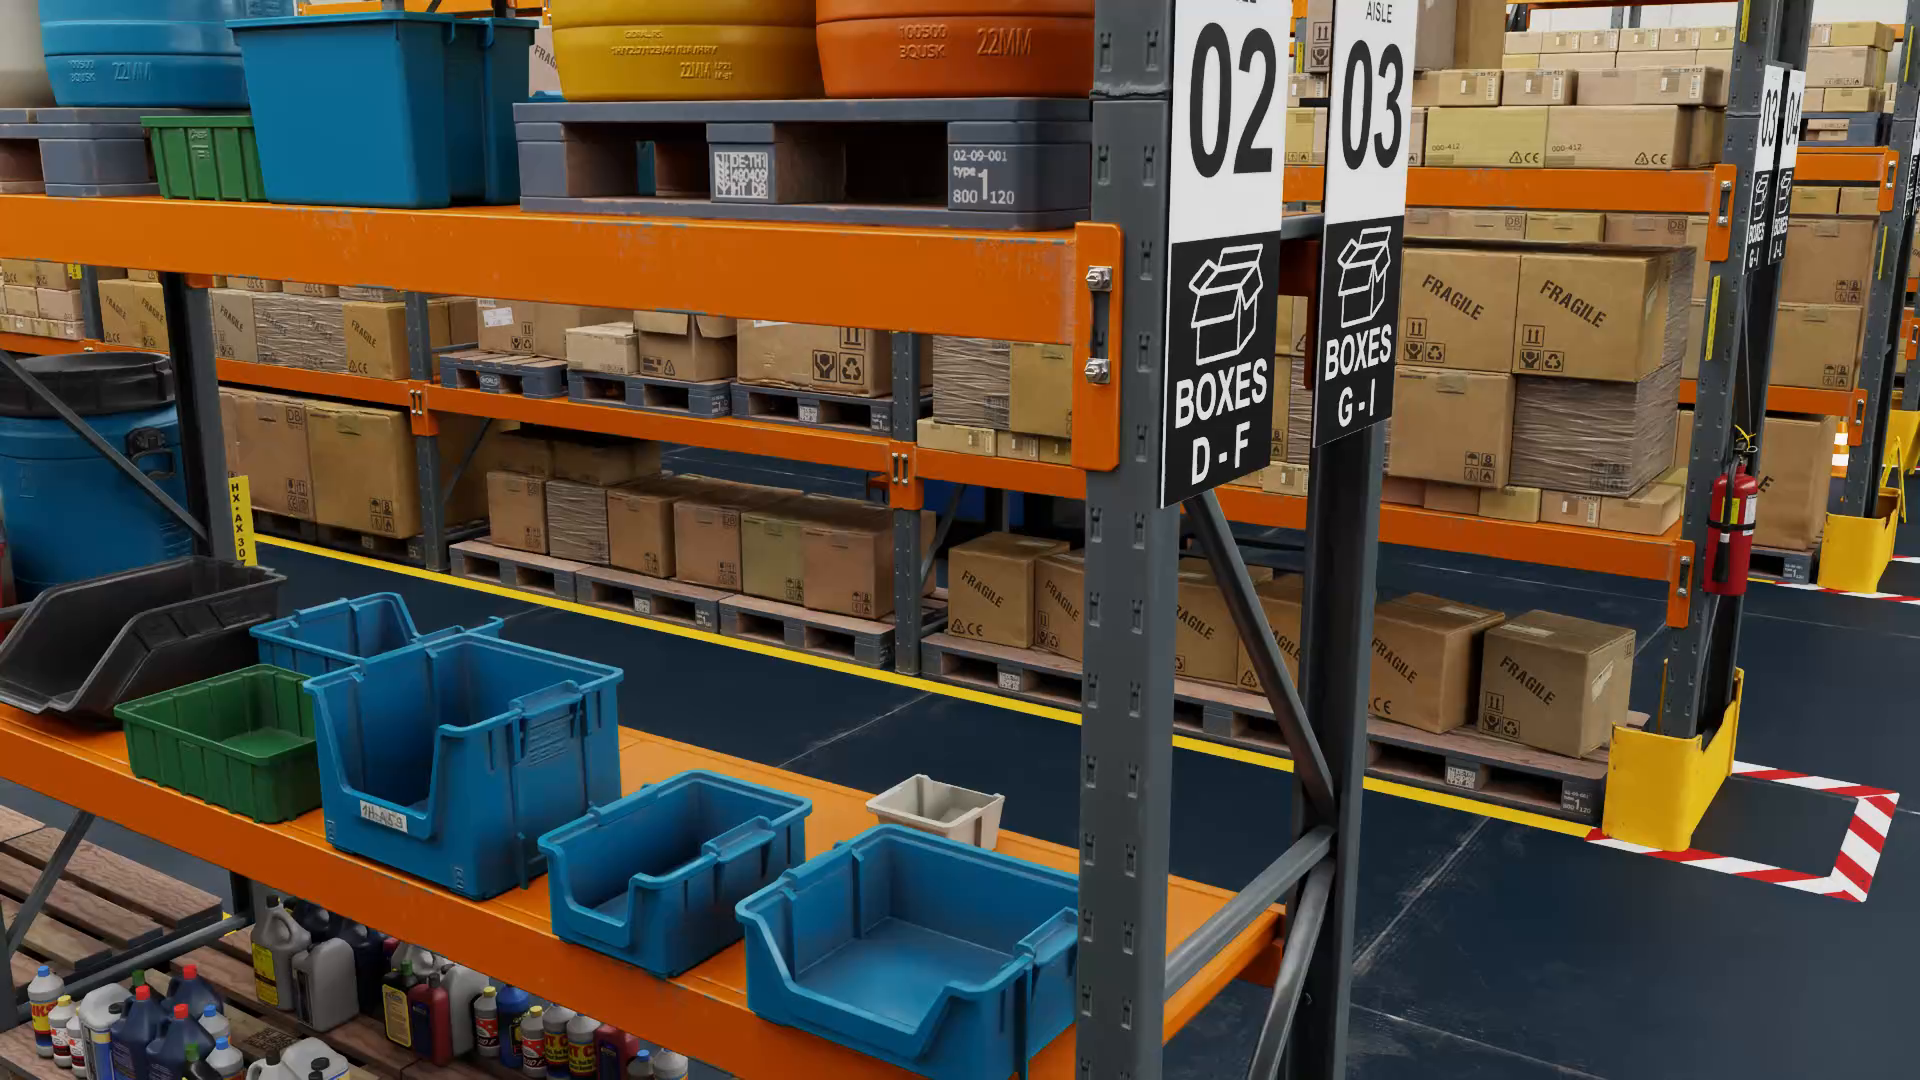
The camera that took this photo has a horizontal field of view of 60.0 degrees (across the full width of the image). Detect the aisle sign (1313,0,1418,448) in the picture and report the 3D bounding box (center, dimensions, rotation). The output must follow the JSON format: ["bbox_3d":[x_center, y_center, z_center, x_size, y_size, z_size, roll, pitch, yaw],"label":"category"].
[{"bbox_3d":[0.743,-0.587,3.041,0.004,0.787,0.394,9,17,33],"label":"aisle sign"}]

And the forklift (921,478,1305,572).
[{"bbox_3d":[1.081,-1.264,11.330,3.031,2.935,1.130,8,16,30],"label":"forklift"}]

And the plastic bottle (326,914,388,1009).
[{"bbox_3d":[-1.945,1.314,5.368,0.185,0.351,0.144,8,16,30],"label":"plastic bottle"}]

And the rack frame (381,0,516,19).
[{"bbox_3d":[-3.354,-4.249,10.759,0.127,3.000,1.000,9,17,33],"label":"rack frame"}]

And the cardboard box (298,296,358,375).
[{"bbox_3d":[-4.312,-1.470,11.810,0.500,0.500,0.500,9,17,32],"label":"cardboard box"}]

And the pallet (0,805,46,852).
[{"bbox_3d":[-4.489,1.280,6.713,1.213,0.211,1.003,9,17,33],"label":"pallet"}]

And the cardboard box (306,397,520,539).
[{"bbox_3d":[-3.915,-0.606,12.075,0.875,0.875,1.225,8,16,30],"label":"cardboard box"}]

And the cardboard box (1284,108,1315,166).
[{"bbox_3d":[1.486,-1.864,7.681,0.500,0.250,0.500,9,16,32],"label":"cardboard box"}]

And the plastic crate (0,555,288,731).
[{"bbox_3d":[-2.436,0.313,4.945,0.504,0.338,0.767,9,17,33],"label":"plastic crate"}]

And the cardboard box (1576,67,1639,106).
[{"bbox_3d":[2.729,-1.874,6.890,0.250,0.149,0.380,9,16,31],"label":"cardboard box"}]

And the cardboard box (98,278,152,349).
[{"bbox_3d":[-6.431,-1.810,13.184,0.500,0.500,0.500,9,17,33],"label":"cardboard box"}]

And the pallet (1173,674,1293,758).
[{"bbox_3d":[1.559,0.800,8.652,1.213,0.211,1.003,9,17,33],"label":"pallet"}]

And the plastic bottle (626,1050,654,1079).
[{"bbox_3d":[-0.896,1.550,4.729,0.097,0.201,0.097,0,14,0],"label":"plastic bottle"}]

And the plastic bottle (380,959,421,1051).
[{"bbox_3d":[-1.712,1.414,5.105,0.133,0.283,0.061,9,17,33],"label":"plastic bottle"}]

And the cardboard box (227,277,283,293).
[{"bbox_3d":[-5.051,-2.150,12.470,0.637,0.503,0.797,10,17,35],"label":"cardboard box"}]

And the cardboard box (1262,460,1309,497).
[{"bbox_3d":[1.629,-0.319,7.892,0.250,0.149,0.380,9,17,33],"label":"cardboard box"}]

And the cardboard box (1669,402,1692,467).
[{"bbox_3d":[4.805,-0.607,12.080,0.875,0.875,0.875,9,16,32],"label":"cardboard box"}]

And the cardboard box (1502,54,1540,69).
[{"bbox_3d":[3.905,-3.299,11.777,0.500,0.250,0.500,9,16,32],"label":"cardboard box"}]

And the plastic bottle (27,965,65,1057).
[{"bbox_3d":[-2.779,1.428,5.073,0.097,0.271,0.097,0,14,0],"label":"plastic bottle"}]

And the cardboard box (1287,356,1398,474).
[{"bbox_3d":[1.971,-0.655,7.898,0.500,0.500,0.875,9,17,33],"label":"cardboard box"}]

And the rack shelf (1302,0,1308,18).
[{"bbox_3d":[4.477,-3.876,11.583,4.000,0.370,1.077,9,17,33],"label":"rack shelf"}]

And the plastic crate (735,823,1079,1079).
[{"bbox_3d":[-0.062,0.789,3.204,0.616,0.251,0.499,9,17,33],"label":"plastic crate"}]

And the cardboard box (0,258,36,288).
[{"bbox_3d":[-7.617,-2.385,13.847,0.500,0.500,0.500,9,17,33],"label":"cardboard box"}]

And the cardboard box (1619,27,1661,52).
[{"bbox_3d":[4.613,-3.361,11.196,0.250,0.149,0.380,9,16,32],"label":"cardboard box"}]

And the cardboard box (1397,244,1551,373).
[{"bbox_3d":[2.272,-1.032,7.343,0.500,0.500,0.500,9,17,33],"label":"cardboard box"}]

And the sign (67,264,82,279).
[{"bbox_3d":[-6.981,-2.221,13.085,0.005,0.325,0.100,9,17,33],"label":"sign"}]

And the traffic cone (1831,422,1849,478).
[{"bbox_3d":[7.738,-0.809,14.627,0.334,0.463,0.336,9,17,33],"label":"traffic cone"}]

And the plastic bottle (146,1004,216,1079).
[{"bbox_3d":[-2.204,1.476,4.715,0.185,0.351,0.144,8,16,30],"label":"plastic bottle"}]

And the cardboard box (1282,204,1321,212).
[{"bbox_3d":[3.713,-3.396,18.097,0.500,0.500,0.500,8,16,31],"label":"cardboard box"}]

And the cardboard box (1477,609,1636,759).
[{"bbox_3d":[2.776,0.659,7.748,0.500,0.500,0.500,13,19,43],"label":"cardboard box"}]

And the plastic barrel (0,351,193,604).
[{"bbox_3d":[-2.951,-0.168,5.717,0.708,0.901,0.600,9,17,33],"label":"plastic barrel"}]

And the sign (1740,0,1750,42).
[{"bbox_3d":[2.958,-2.042,6.243,0.005,0.325,0.100,9,17,33],"label":"sign"}]

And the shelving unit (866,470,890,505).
[{"bbox_3d":[-0.432,-0.646,12.438,0.503,1.200,0.258,8,16,30],"label":"shelving unit"}]

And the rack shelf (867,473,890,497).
[{"bbox_3d":[-0.432,-0.388,12.502,0.480,0.148,0.258,8,16,30],"label":"rack shelf"}]

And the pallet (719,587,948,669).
[{"bbox_3d":[-0.682,0.449,10.069,1.213,0.211,1.003,9,17,33],"label":"pallet"}]

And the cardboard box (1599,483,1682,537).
[{"bbox_3d":[2.933,-0.139,7.164,0.250,0.149,0.380,9,17,33],"label":"cardboard box"}]

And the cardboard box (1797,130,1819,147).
[{"bbox_3d":[7.764,-3.682,15.236,0.250,0.149,0.380,9,17,33],"label":"cardboard box"}]

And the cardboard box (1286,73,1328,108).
[{"bbox_3d":[1.603,-2.037,7.551,0.250,0.149,0.380,8,16,30],"label":"cardboard box"}]

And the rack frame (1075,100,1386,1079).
[{"bbox_3d":[0.520,0.724,3.156,0.127,3.000,1.000,9,17,33],"label":"rack frame"}]

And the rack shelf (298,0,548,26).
[{"bbox_3d":[-5.480,-5.678,18.037,4.000,0.370,1.077,9,17,33],"label":"rack shelf"}]

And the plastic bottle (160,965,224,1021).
[{"bbox_3d":[-2.280,1.422,4.933,0.185,0.351,0.144,9,17,33],"label":"plastic bottle"}]

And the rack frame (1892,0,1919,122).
[{"bbox_3d":[6.136,-4.151,10.365,0.127,3.000,1.000,9,17,33],"label":"rack frame"}]

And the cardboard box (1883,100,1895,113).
[{"bbox_3d":[8.240,-3.782,14.810,0.500,0.250,0.500,9,16,32],"label":"cardboard box"}]

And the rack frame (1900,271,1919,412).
[{"bbox_3d":[8.815,-2.240,15.128,0.127,3.000,1.000,9,17,33],"label":"rack frame"}]

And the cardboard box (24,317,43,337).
[{"bbox_3d":[-7.535,-1.796,13.857,0.250,0.149,0.380,9,16,32],"label":"cardboard box"}]

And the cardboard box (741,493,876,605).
[{"bbox_3d":[-0.918,0.045,10.184,0.500,0.500,0.700,9,17,32],"label":"cardboard box"}]

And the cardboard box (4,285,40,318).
[{"bbox_3d":[-7.617,-2.020,13.935,0.500,0.250,0.500,10,17,34],"label":"cardboard box"}]

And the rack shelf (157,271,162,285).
[{"bbox_3d":[-4.459,-1.188,6.133,4.000,0.370,1.077,9,17,33],"label":"rack shelf"}]

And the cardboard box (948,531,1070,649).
[{"bbox_3d":[0.275,0.271,9.314,0.500,0.500,0.500,9,16,31],"label":"cardboard box"}]

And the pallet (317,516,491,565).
[{"bbox_3d":[-3.966,-0.104,12.303,1.213,0.211,1.003,9,17,33],"label":"pallet"}]

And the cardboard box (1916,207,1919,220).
[{"bbox_3d":[10.945,-3.770,19.135,0.250,0.149,0.380,9,17,33],"label":"cardboard box"}]

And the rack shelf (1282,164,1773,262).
[{"bbox_3d":[1.625,-1.639,7.955,4.000,0.370,1.077,9,17,33],"label":"rack shelf"}]

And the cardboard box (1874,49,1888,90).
[{"bbox_3d":[5.879,-3.135,11.114,0.500,0.250,0.500,9,17,33],"label":"cardboard box"}]

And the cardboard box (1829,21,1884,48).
[{"bbox_3d":[5.667,-3.190,10.507,0.250,0.149,0.380,9,17,33],"label":"cardboard box"}]

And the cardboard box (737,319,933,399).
[{"bbox_3d":[-0.616,-1.430,9.734,1.000,1.000,1.000,9,17,33],"label":"cardboard box"}]

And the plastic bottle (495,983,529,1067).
[{"bbox_3d":[-1.346,1.443,5.014,0.097,0.271,0.097,0,14,0],"label":"plastic bottle"}]

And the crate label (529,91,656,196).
[{"bbox_3d":[-0.849,-0.977,4.094,0.408,0.251,0.502,9,17,33],"label":"crate label"}]

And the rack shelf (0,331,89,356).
[{"bbox_3d":[-8.332,-1.792,14.817,4.000,0.370,1.077,9,17,33],"label":"rack shelf"}]

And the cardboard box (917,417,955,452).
[{"bbox_3d":[-0.024,-0.589,8.984,0.250,0.149,0.380,9,17,33],"label":"cardboard box"}]

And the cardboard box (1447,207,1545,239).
[{"bbox_3d":[3.997,-2.166,12.270,0.550,0.550,0.875,9,17,33],"label":"cardboard box"}]
